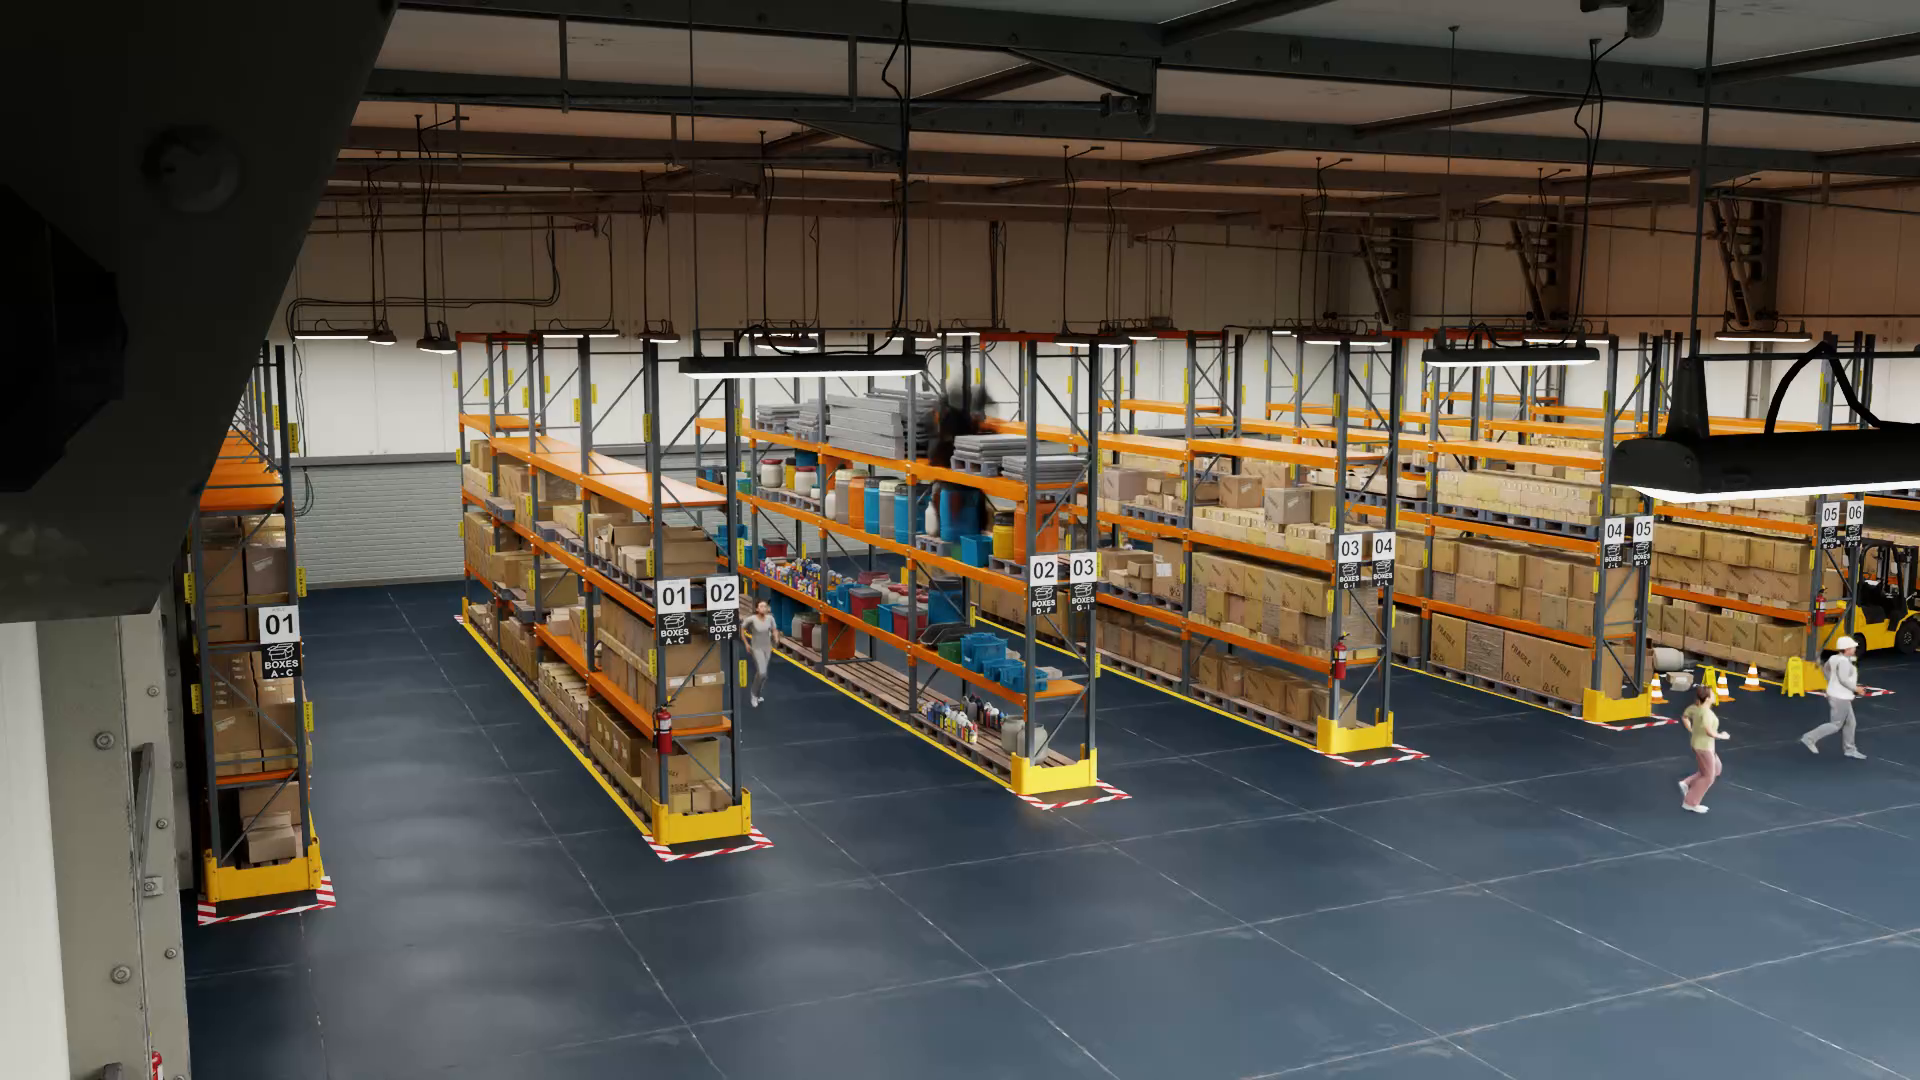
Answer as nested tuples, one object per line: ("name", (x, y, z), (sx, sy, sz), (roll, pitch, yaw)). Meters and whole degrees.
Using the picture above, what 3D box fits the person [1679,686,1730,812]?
("person", (9.525, 2.665, 21.242), (0.525, 1.640, 0.608), (1, 8, 6))

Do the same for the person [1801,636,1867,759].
("person", (12.564, 2.255, 23.815), (0.895, 1.783, 0.679), (2, 8, 18))

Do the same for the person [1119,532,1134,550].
("person", (3.512, 0.673, 35.864), (0.584, 1.754, 0.775), (-4, 9, -27))

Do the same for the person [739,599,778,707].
("person", (-3.090, 1.756, 25.949), (0.569, 1.697, 0.641), (-5, 9, -35))
